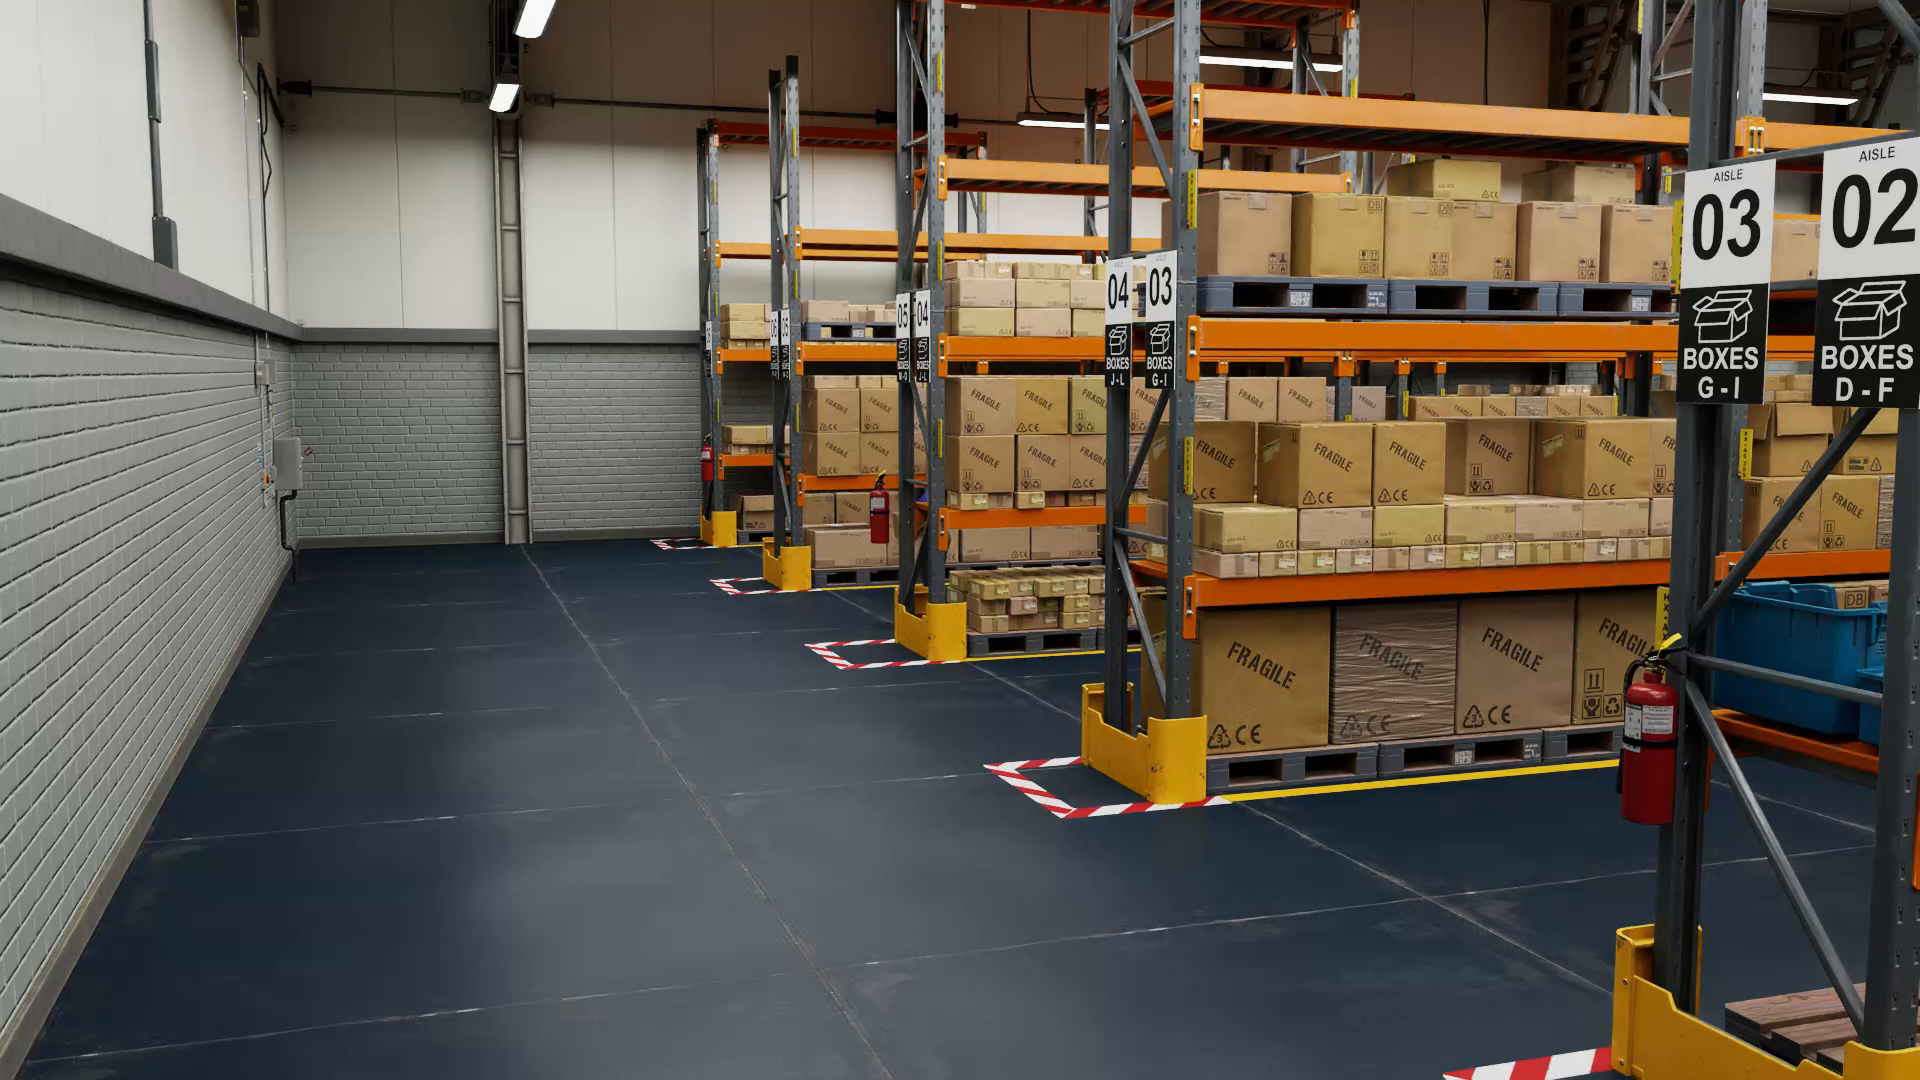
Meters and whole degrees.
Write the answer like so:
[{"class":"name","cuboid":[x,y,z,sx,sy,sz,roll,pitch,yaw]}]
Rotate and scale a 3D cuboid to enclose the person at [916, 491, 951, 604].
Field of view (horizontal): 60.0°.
[{"class":"person","cuboid":[-0.336,0.008,16.568,0.518,1.650,0.451,-2,6,-18]}]
